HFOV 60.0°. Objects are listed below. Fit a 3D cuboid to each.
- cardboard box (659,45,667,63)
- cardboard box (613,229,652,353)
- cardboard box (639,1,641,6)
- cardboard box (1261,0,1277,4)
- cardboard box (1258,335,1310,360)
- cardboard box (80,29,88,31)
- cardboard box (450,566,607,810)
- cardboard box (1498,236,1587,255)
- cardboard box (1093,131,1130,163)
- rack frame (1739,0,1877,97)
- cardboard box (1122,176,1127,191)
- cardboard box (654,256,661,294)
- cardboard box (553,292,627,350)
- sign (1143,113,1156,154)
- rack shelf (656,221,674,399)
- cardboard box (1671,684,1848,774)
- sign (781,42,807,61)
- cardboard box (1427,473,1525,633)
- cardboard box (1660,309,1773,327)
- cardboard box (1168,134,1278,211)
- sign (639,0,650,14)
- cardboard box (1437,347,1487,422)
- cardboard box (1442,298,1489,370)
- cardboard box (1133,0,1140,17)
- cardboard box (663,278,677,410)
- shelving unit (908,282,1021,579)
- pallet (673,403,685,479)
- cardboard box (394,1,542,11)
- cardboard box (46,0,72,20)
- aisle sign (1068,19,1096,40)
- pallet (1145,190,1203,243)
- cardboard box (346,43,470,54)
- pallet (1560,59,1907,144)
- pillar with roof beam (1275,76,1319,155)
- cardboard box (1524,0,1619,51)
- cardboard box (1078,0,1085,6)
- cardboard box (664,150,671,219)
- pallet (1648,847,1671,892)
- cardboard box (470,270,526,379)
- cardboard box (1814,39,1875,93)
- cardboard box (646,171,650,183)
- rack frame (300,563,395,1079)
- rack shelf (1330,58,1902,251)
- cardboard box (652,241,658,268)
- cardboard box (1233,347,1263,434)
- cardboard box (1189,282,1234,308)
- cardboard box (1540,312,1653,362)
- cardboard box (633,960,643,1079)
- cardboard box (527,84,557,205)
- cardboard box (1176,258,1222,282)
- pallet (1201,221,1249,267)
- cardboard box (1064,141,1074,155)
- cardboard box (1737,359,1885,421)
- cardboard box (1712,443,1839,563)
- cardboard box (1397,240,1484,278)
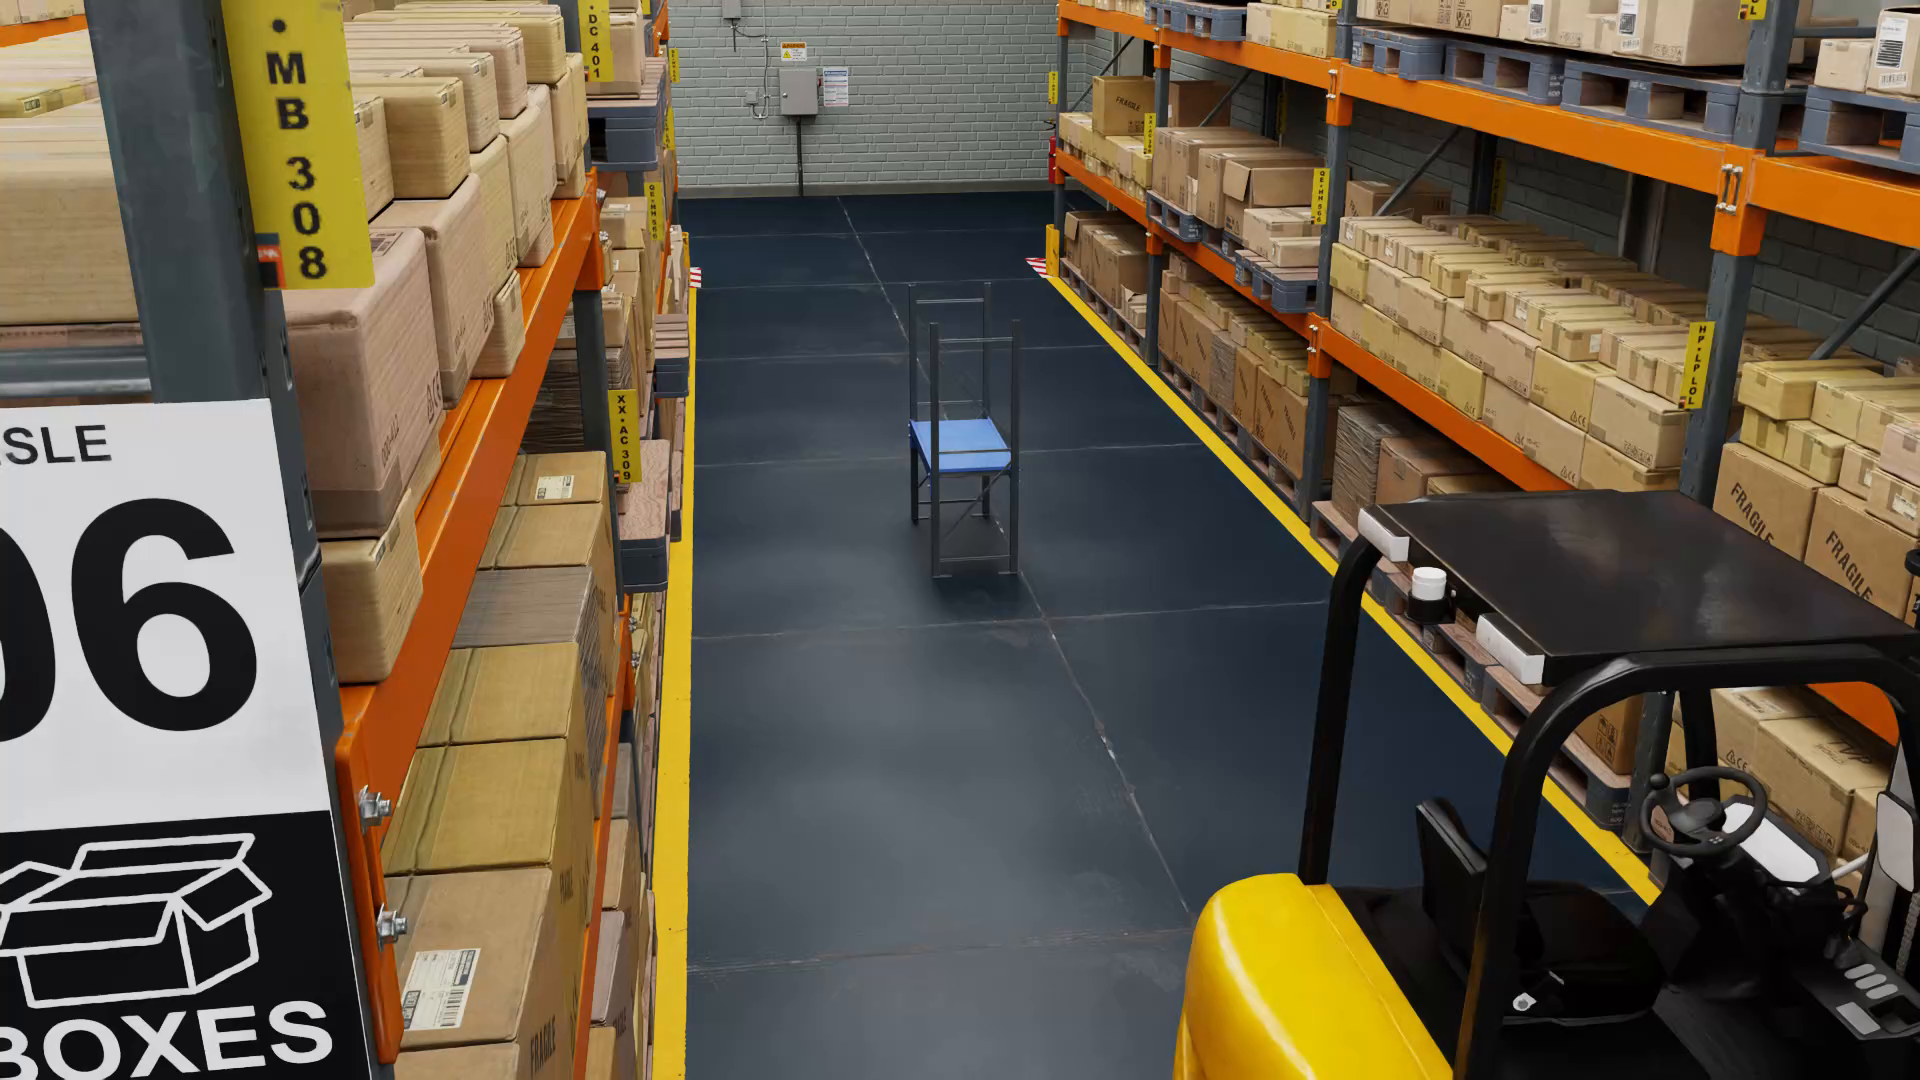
[{"bbox_3d":[-2.971,-4.601,15.750,0.380,0.149,0.250,-3,21,-8],"label":"cardboard box"},{"bbox_3d":[-1.749,-1.185,7.933,0.500,0.500,0.500,-4,21,-11],"label":"cardboard box"},{"bbox_3d":[-1.528,-2.016,6.655,0.500,0.250,0.500,-3,21,-8],"label":"cardboard box"},{"bbox_3d":[2.214,-3.629,11.003,0.380,0.149,0.250,-2,21,-6],"label":"cardboard box"},{"bbox_3d":[2.283,-1.318,11.503,0.380,0.149,0.250,-2,21,-6],"label":"cardboard box"},{"bbox_3d":[-1.757,-1.093,3.787,0.380,0.149,0.250,-4,21,-10],"label":"cardboard box"},{"bbox_3d":[-1.202,0.399,4.293,0.500,0.500,0.500,-2,21,-6],"label":"cardboard box"},{"bbox_3d":[3.139,-1.539,8.980,0.380,0.149,0.250,-3,21,-9],"label":"cardboard box"},{"bbox_3d":[1.552,-3.692,15.604,0.500,0.250,0.500,-3,21,-9],"label":"cardboard box"},{"bbox_3d":[3.239,-2.975,5.321,1.000,3.000,0.127,-3,21,-8],"label":"rack frame"},{"bbox_3d":[1.659,-3.185,14.815,0.380,0.149,0.250,-2,21,-6],"label":"cardboard box"},{"bbox_3d":[-2.232,-1.769,10.880,0.500,0.250,0.500,-2,21,-6],"label":"cardboard box"},{"bbox_3d":[-1.390,-0.781,5.924,0.380,0.149,0.250,-3,21,-8],"label":"cardboard box"},{"bbox_3d":[1.550,-3.310,13.555,0.100,0.325,0.005,-3,21,-8],"label":"sign"},{"bbox_3d":[-2.537,-1.654,11.385,1.077,0.370,4.000,-3,21,-8],"label":"rack shelf"},{"bbox_3d":[2.998,0.641,6.113,0.500,0.250,0.500,-3,21,-9],"label":"cardboard box"},{"bbox_3d":[-2.223,-6.531,22.234,0.339,0.242,0.001,-3,21,-8],"label":"sign"},{"bbox_3d":[2.938,0.041,8.612,0.875,0.625,0.625,-4,21,-10],"label":"cardboard box"},{"bbox_3d":[3.321,-0.918,7.316,0.380,0.149,0.250,-3,21,-8],"label":"cardboard box"},{"bbox_3d":[2.009,-2.820,12.737,0.700,0.500,0.500,-3,21,-7],"label":"cardboard box"},{"bbox_3d":[-1.712,-2.972,8.861,0.100,0.325,0.005,-3,21,-8],"label":"sign"},{"bbox_3d":[2.706,-0.782,8.236,0.500,0.250,0.500,-2,21,-6],"label":"cardboard box"},{"bbox_3d":[2.712,-1.017,8.151,0.500,0.250,0.500,-3,21,-7],"label":"cardboard box"},{"bbox_3d":[1.679,-4.510,14.077,0.380,0.149,0.250,-2,21,-6],"label":"cardboard box"},{"bbox_3d":[-2.519,-1.362,12.011,0.875,0.875,0.875,-2,21,-6],"label":"cardboard box"},{"bbox_3d":[0.012,-0.673,9.875,0.538,1.500,1.048,-3,21,-8],"label":"shelving unit"},{"bbox_3d":[-2.460,-0.690,11.763,1.003,0.211,1.213,-3,21,-8],"label":"pallet"},{"bbox_3d":[-1.410,-1.476,4.812,0.380,0.149,0.250,-2,21,-7],"label":"cardboard box"},{"bbox_3d":[-7.723,-4.443,13.751,0.500,0.250,0.500,-2,21,-5],"label":"cardboard box"},{"bbox_3d":[1.209,-5.546,17.064,0.394,0.787,0.004,-3,21,-8],"label":"aisle sign"},{"bbox_3d":[2.093,-2.563,13.065,1.003,0.211,1.213,-3,21,-8],"label":"pallet"},{"bbox_3d":[-1.133,-0.851,3.141,0.380,0.149,0.250,-2,21,-7],"label":"cardboard box"},{"bbox_3d":[3.099,-1.785,6.695,0.805,0.209,1.217,-4,21,-10],"label":"pallet"},{"bbox_3d":[-1.383,-5.815,12.923,9.100,9.000,0.400,-3,21,-8],"label":"pillar with roof beam"},{"bbox_3d":[2.783,-2.276,7.120,0.500,0.311,0.500,-4,21,-10],"label":"cardboard box"},{"bbox_3d":[1.343,-5.215,15.963,0.380,0.149,0.250,-2,21,-7],"label":"cardboard box"},{"bbox_3d":[-2.634,-2.906,13.566,0.500,0.500,0.500,-2,21,-6],"label":"cardboard box"},{"bbox_3d":[3.312,1.419,6.116,1.003,0.211,1.213,-3,21,-8],"label":"pallet"},{"bbox_3d":[-1.012,-0.394,3.057,0.380,0.149,0.250,-3,21,-7],"label":"cardboard box"},{"bbox_3d":[3.003,-1.525,5.342,0.380,0.149,0.250,-2,21,-7],"label":"cardboard box"},{"bbox_3d":[-2.159,-2.168,10.161,0.500,0.500,0.500,-3,21,-8],"label":"cardboard box"},{"bbox_3d":[-1.096,1.472,1.989,1.000,3.000,0.127,-3,21,-8],"label":"rack frame"},{"bbox_3d":[2.951,-1.926,7.826,1.077,0.370,4.000,-3,21,-8],"label":"rack shelf"},{"bbox_3d":[-2.151,-1.829,10.326,0.500,0.250,0.500,-2,21,-6],"label":"cardboard box"},{"bbox_3d":[2.249,-1.066,11.756,0.500,0.500,0.500,-2,21,-5],"label":"cardboard box"},{"bbox_3d":[2.039,-1.947,13.186,0.380,0.149,0.250,-4,21,-11],"label":"cardboard box"},{"bbox_3d":[2.763,-0.883,7.223,0.380,0.149,0.250,-4,21,-9],"label":"cardboard box"},{"bbox_3d":[-1.234,1.553,5.101,0.500,0.250,0.500,-3,21,-9],"label":"cardboard box"},{"bbox_3d":[-1.209,-0.896,3.831,0.500,0.250,0.500,-3,21,-9],"label":"cardboard box"},{"bbox_3d":[1.959,-2.179,13.382,0.380,0.149,0.250,-4,21,-10],"label":"cardboard box"},{"bbox_3d":[2.378,-2.133,11.915,1.003,0.211,1.213,-3,21,-8],"label":"pallet"},{"bbox_3d":[1.285,-4.074,17.197,0.380,0.149,0.250,-3,21,-8],"label":"cardboard box"},{"bbox_3d":[2.991,-0.530,5.852,0.380,0.149,0.250,-2,21,-7],"label":"cardboard box"},{"bbox_3d":[3.045,-0.045,5.907,0.500,0.500,0.500,-3,21,-9],"label":"cardboard box"},{"bbox_3d":[2.569,-1.506,8.890,0.380,0.149,0.250,-3,21,-7],"label":"cardboard box"}]
